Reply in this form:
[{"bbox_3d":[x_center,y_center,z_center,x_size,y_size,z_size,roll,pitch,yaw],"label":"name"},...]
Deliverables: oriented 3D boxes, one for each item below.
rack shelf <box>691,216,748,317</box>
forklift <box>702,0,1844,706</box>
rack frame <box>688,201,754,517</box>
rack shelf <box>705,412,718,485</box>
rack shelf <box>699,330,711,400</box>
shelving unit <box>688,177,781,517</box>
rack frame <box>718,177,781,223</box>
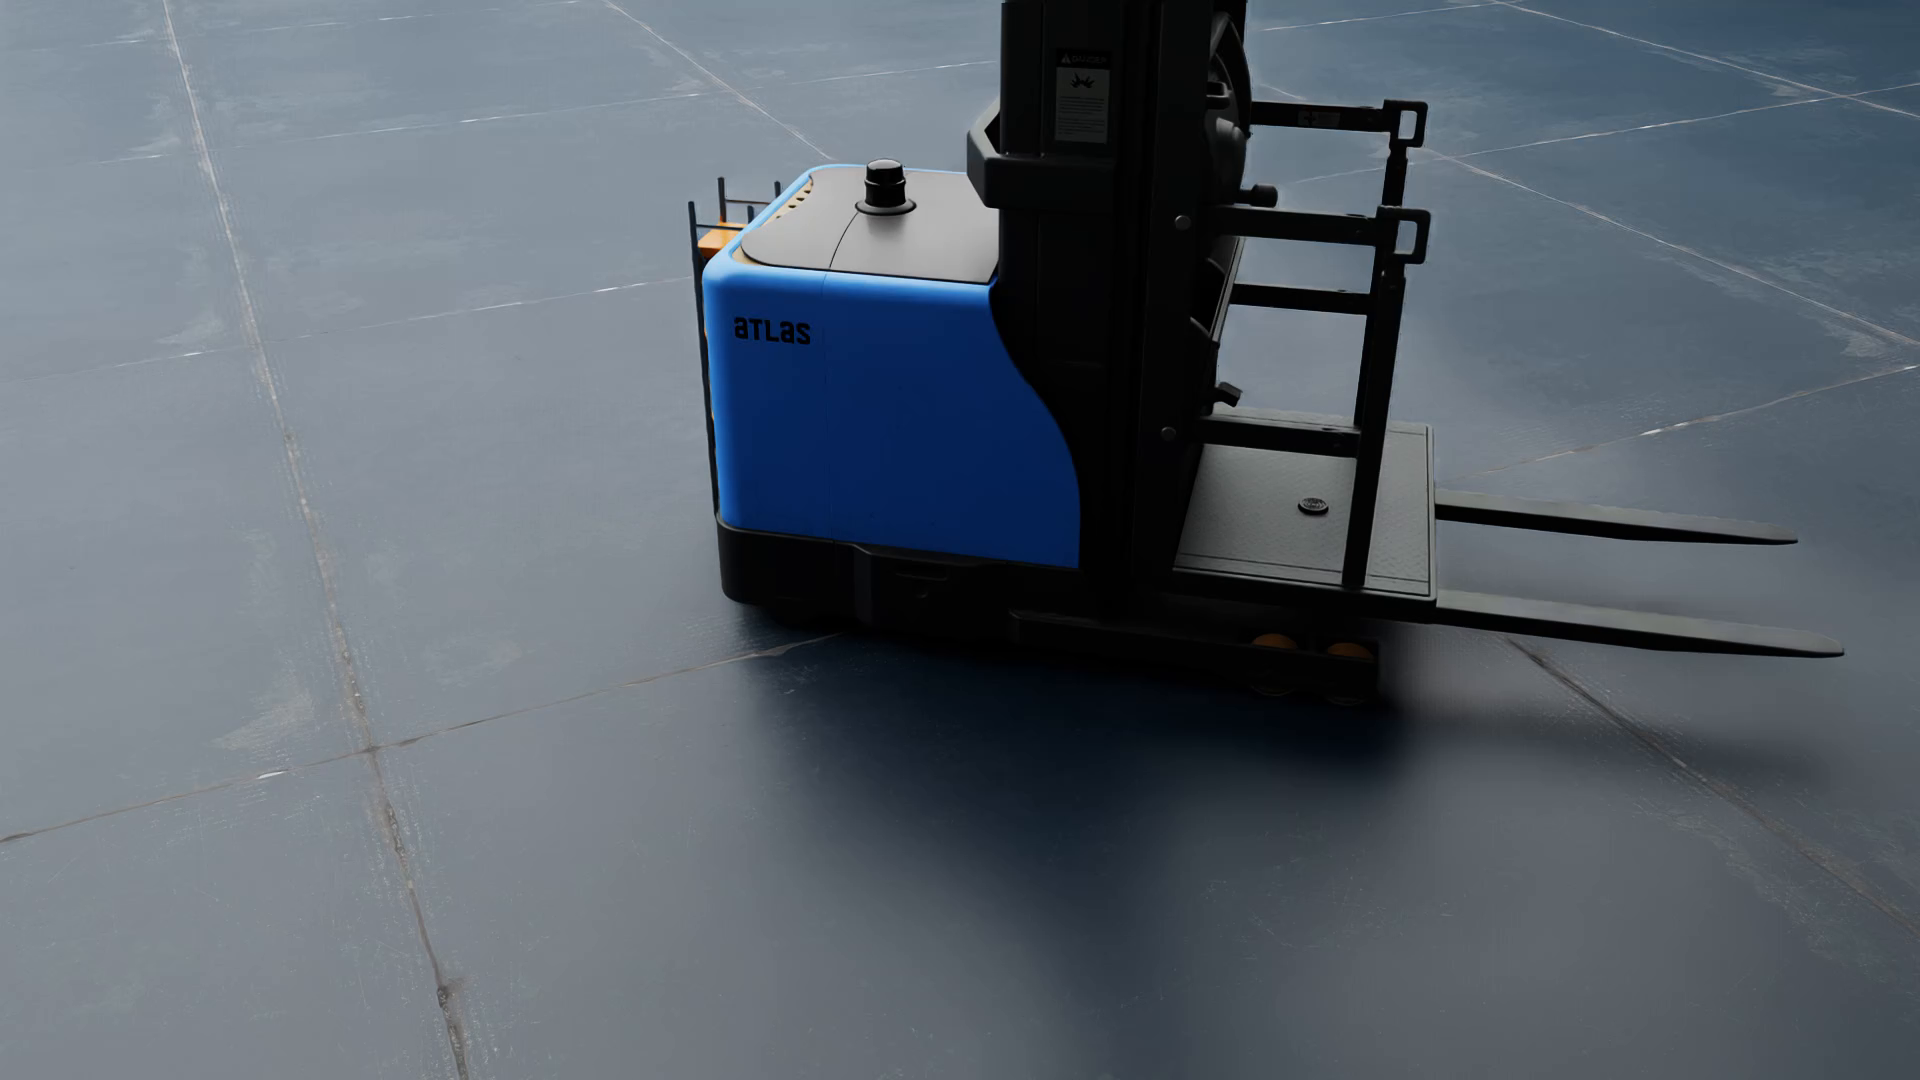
[{"bbox_3d":[-0.670,-0.820,5.080,0.215,0.259,0.240,7,30,12],"label":"rack shelf"},{"bbox_3d":[0.878,-1.121,4.252,3.031,2.935,1.130,7,30,12],"label":"forklift"},{"bbox_3d":[-0.698,-0.524,5.110,0.200,1.050,0.008,7,30,12],"label":"rack frame"},{"bbox_3d":[-0.669,-0.330,5.355,0.215,0.259,0.240,7,30,12],"label":"rack shelf"},{"bbox_3d":[-0.670,-0.572,5.219,0.215,0.259,0.240,7,30,12],"label":"rack shelf"},{"bbox_3d":[-0.670,-0.582,5.214,0.215,1.050,0.252,7,30,12],"label":"shelving unit"},{"bbox_3d":[-0.642,-0.640,5.317,0.200,1.050,0.008,7,30,12],"label":"rack frame"}]
